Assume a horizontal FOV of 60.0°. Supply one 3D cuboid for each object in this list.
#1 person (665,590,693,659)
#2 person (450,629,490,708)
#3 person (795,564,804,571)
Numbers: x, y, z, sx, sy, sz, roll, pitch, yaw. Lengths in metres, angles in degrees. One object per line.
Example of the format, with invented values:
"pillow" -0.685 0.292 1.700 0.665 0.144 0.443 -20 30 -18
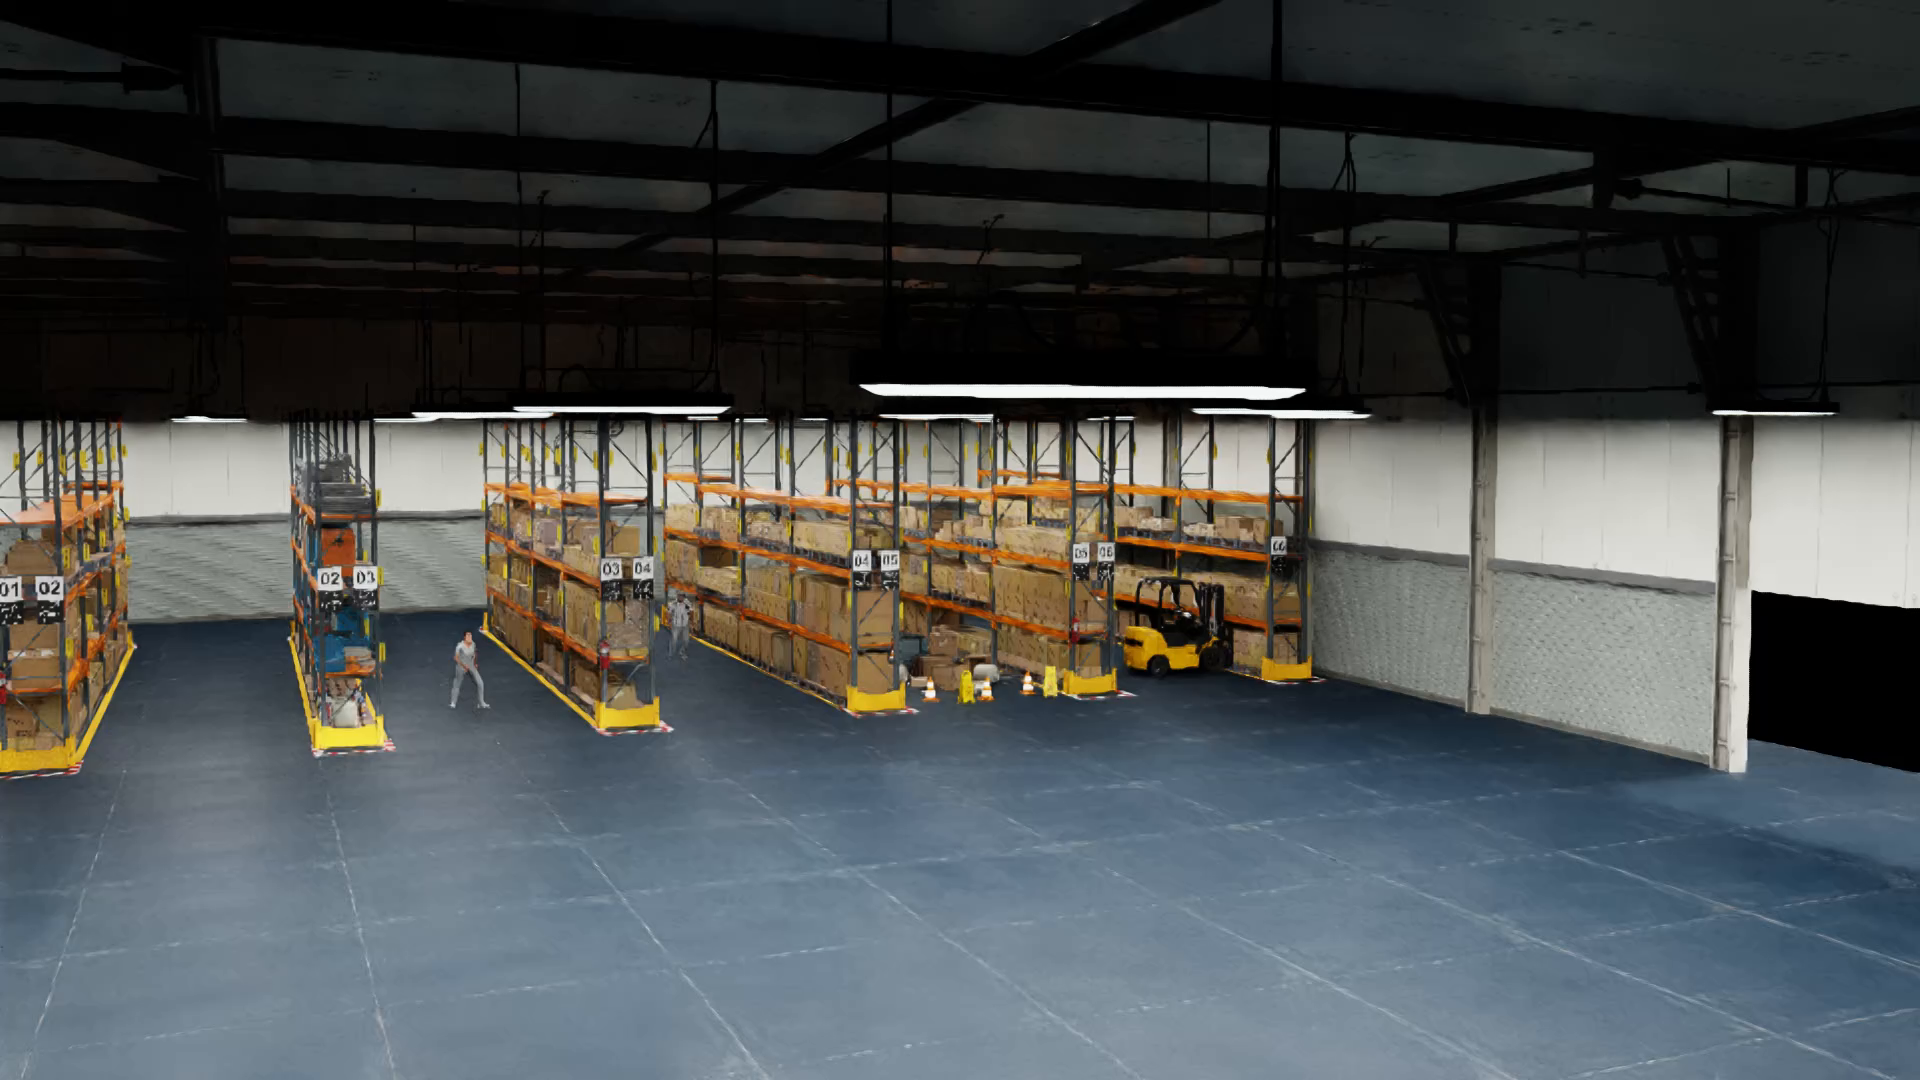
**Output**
"person" -6.819 2.040 40.432 0.682 1.715 0.542 -2 4 -25
"person" -9.904 2.573 33.384 0.609 1.604 0.814 -3 5 -40
"person" -4.718 1.433 48.439 0.538 1.778 0.676 -2 5 -30
